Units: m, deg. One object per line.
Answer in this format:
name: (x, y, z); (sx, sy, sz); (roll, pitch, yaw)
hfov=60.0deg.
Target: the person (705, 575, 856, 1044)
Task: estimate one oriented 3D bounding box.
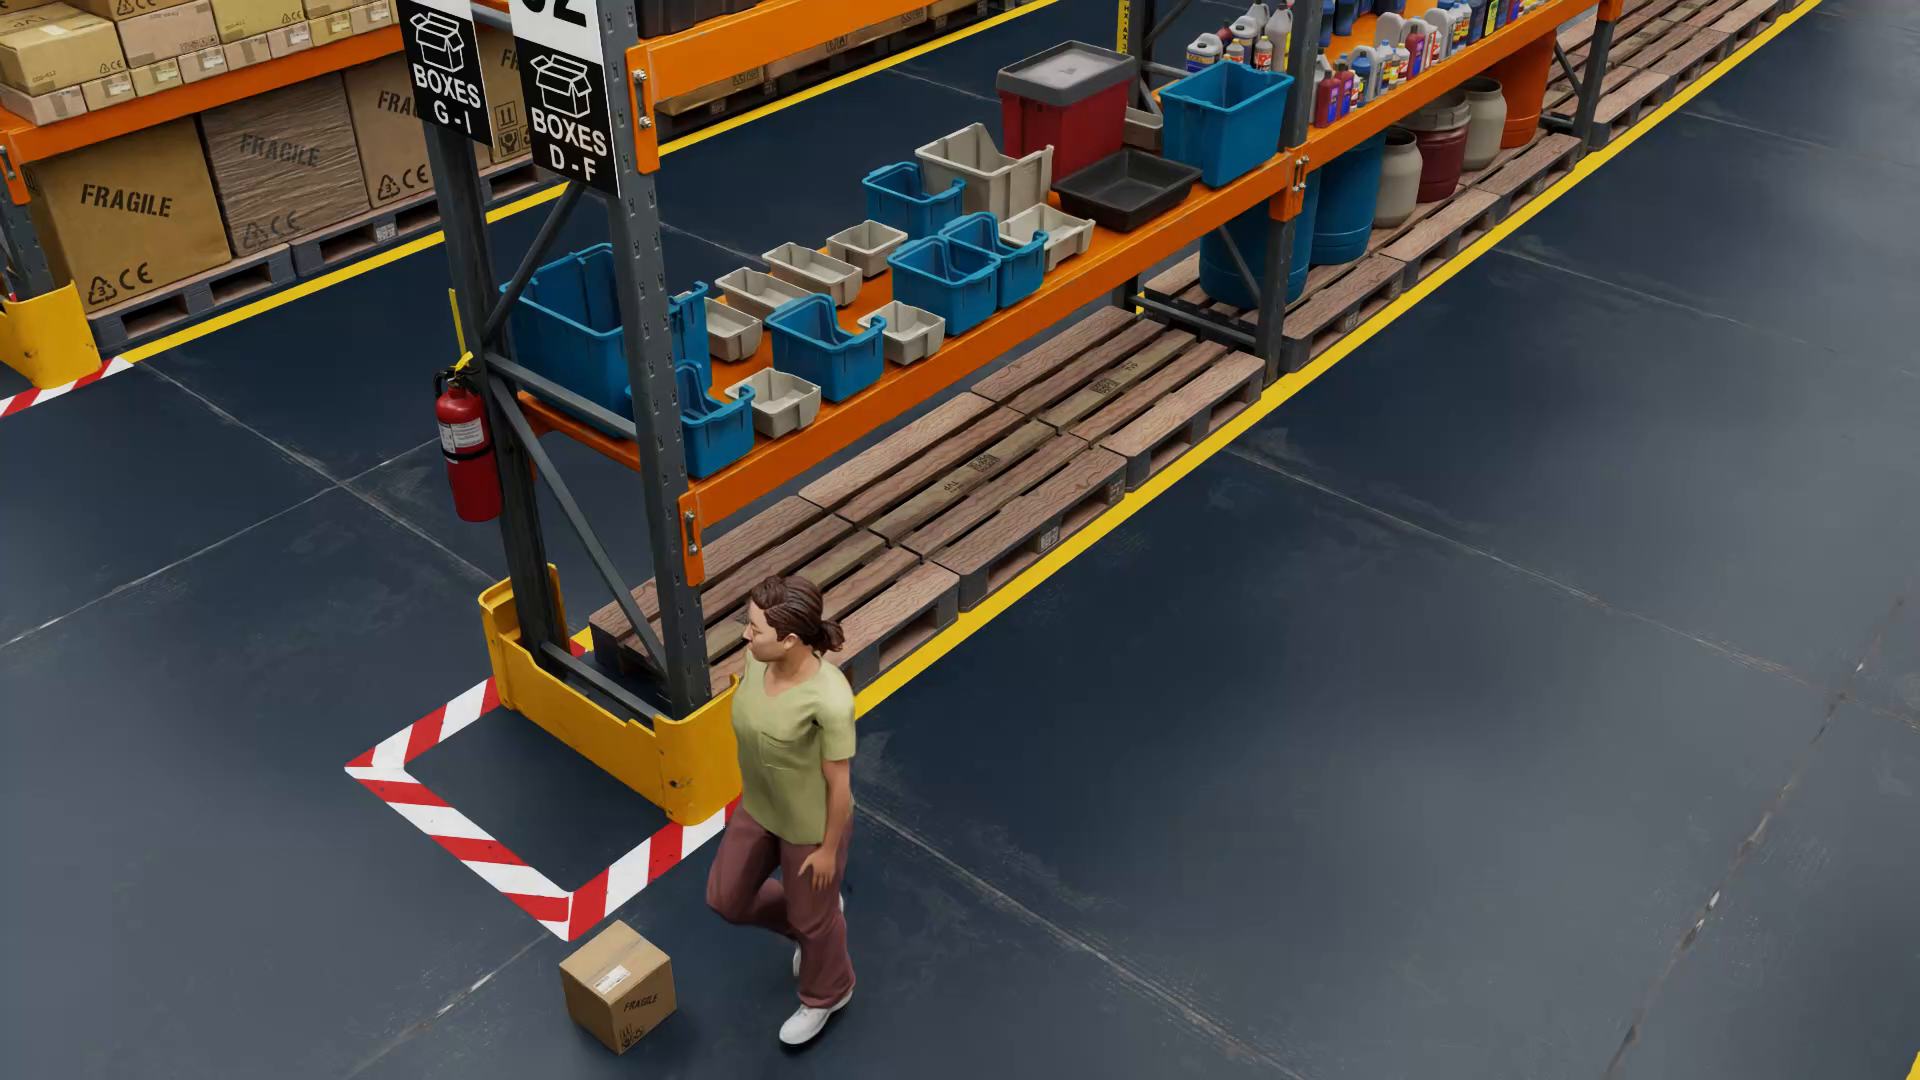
person: (-0.499, 0.820, 4.950); (0.455, 1.664, 0.473); (26, 43, 32)
